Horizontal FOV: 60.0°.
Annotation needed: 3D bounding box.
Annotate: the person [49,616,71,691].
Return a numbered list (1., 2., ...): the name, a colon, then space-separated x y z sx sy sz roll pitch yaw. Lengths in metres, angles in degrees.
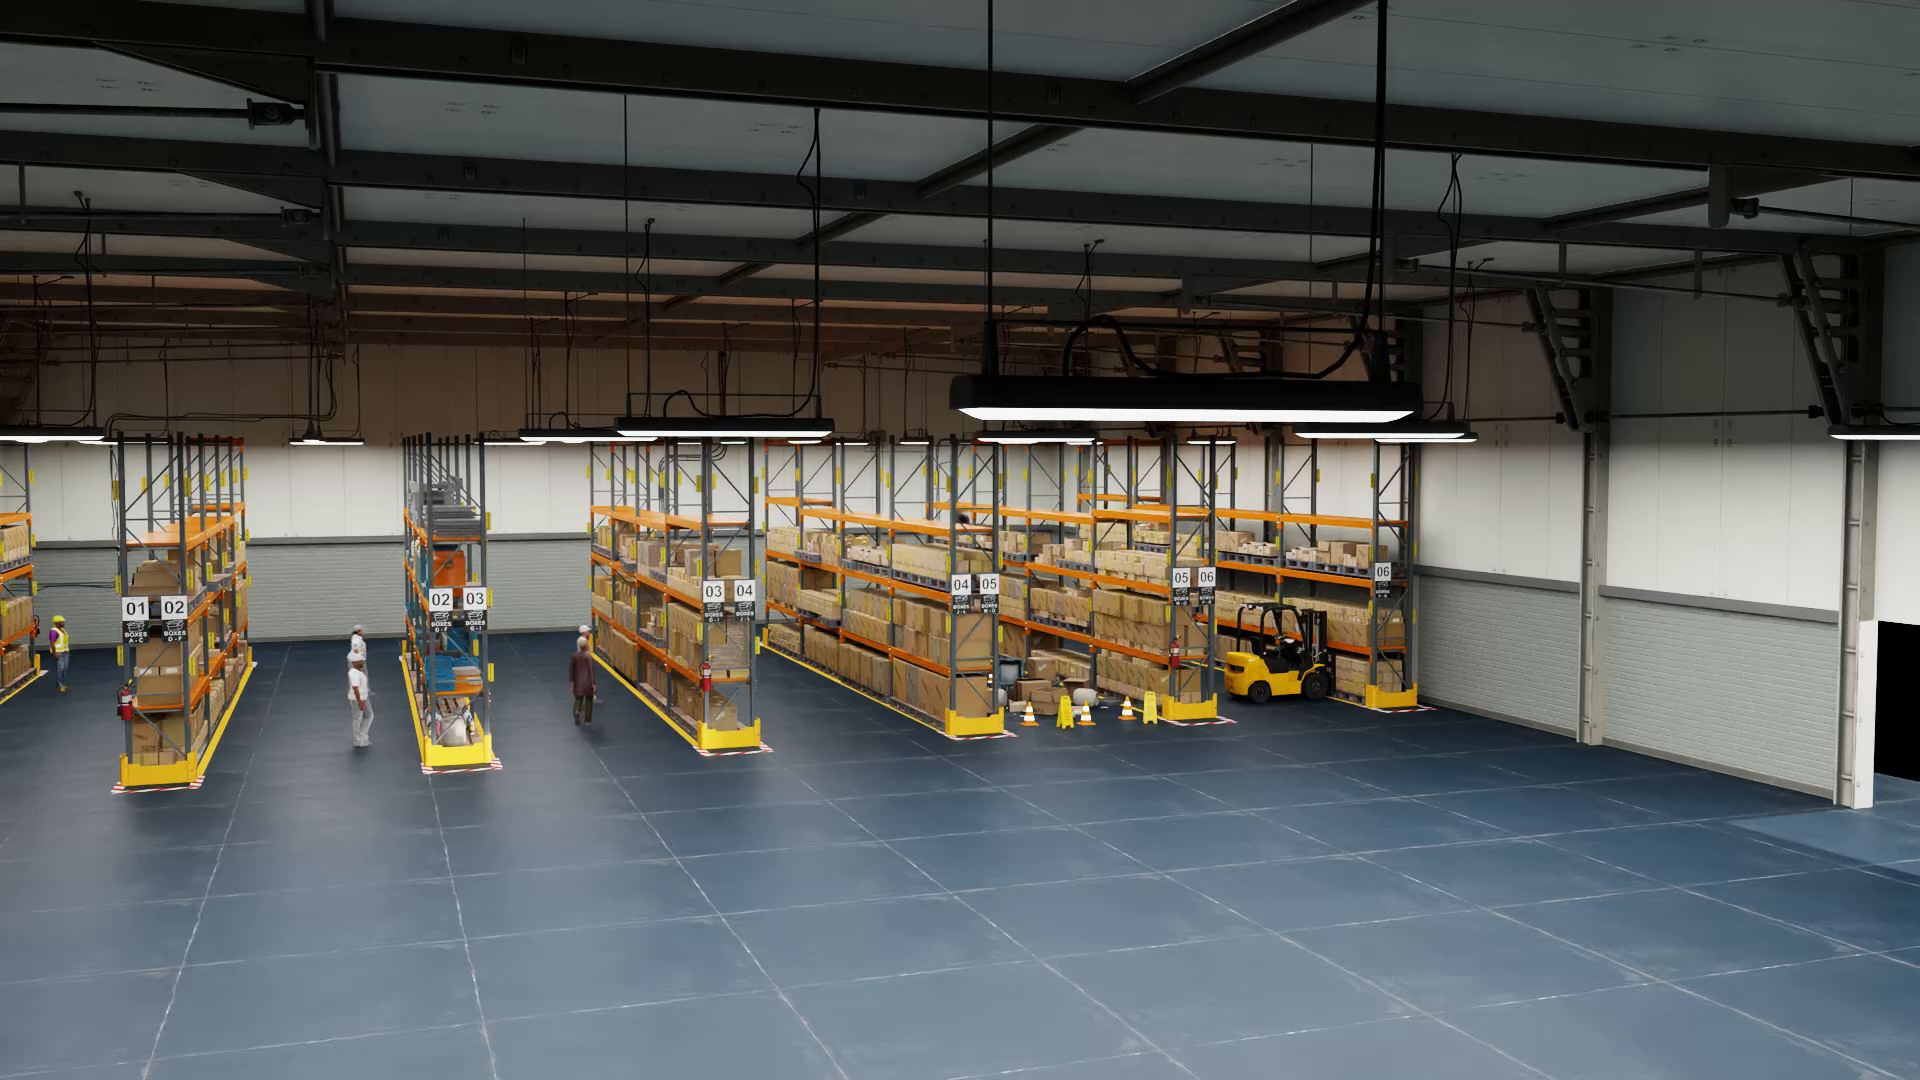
1. person: -21.249 2.690 39.370 0.530 1.802 0.601 1 3 13

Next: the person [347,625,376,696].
1. person: -13.826 2.780 38.276 0.596 1.651 0.525 0 3 7

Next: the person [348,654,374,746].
1. person: -11.549 3.089 31.937 0.436 1.817 0.577 0 3 4

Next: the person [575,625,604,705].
1. person: -8.277 2.782 37.026 0.576 1.781 0.599 0 3 -2

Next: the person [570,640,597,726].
1. person: -7.743 2.940 34.075 0.600 1.765 0.764 0 3 4
